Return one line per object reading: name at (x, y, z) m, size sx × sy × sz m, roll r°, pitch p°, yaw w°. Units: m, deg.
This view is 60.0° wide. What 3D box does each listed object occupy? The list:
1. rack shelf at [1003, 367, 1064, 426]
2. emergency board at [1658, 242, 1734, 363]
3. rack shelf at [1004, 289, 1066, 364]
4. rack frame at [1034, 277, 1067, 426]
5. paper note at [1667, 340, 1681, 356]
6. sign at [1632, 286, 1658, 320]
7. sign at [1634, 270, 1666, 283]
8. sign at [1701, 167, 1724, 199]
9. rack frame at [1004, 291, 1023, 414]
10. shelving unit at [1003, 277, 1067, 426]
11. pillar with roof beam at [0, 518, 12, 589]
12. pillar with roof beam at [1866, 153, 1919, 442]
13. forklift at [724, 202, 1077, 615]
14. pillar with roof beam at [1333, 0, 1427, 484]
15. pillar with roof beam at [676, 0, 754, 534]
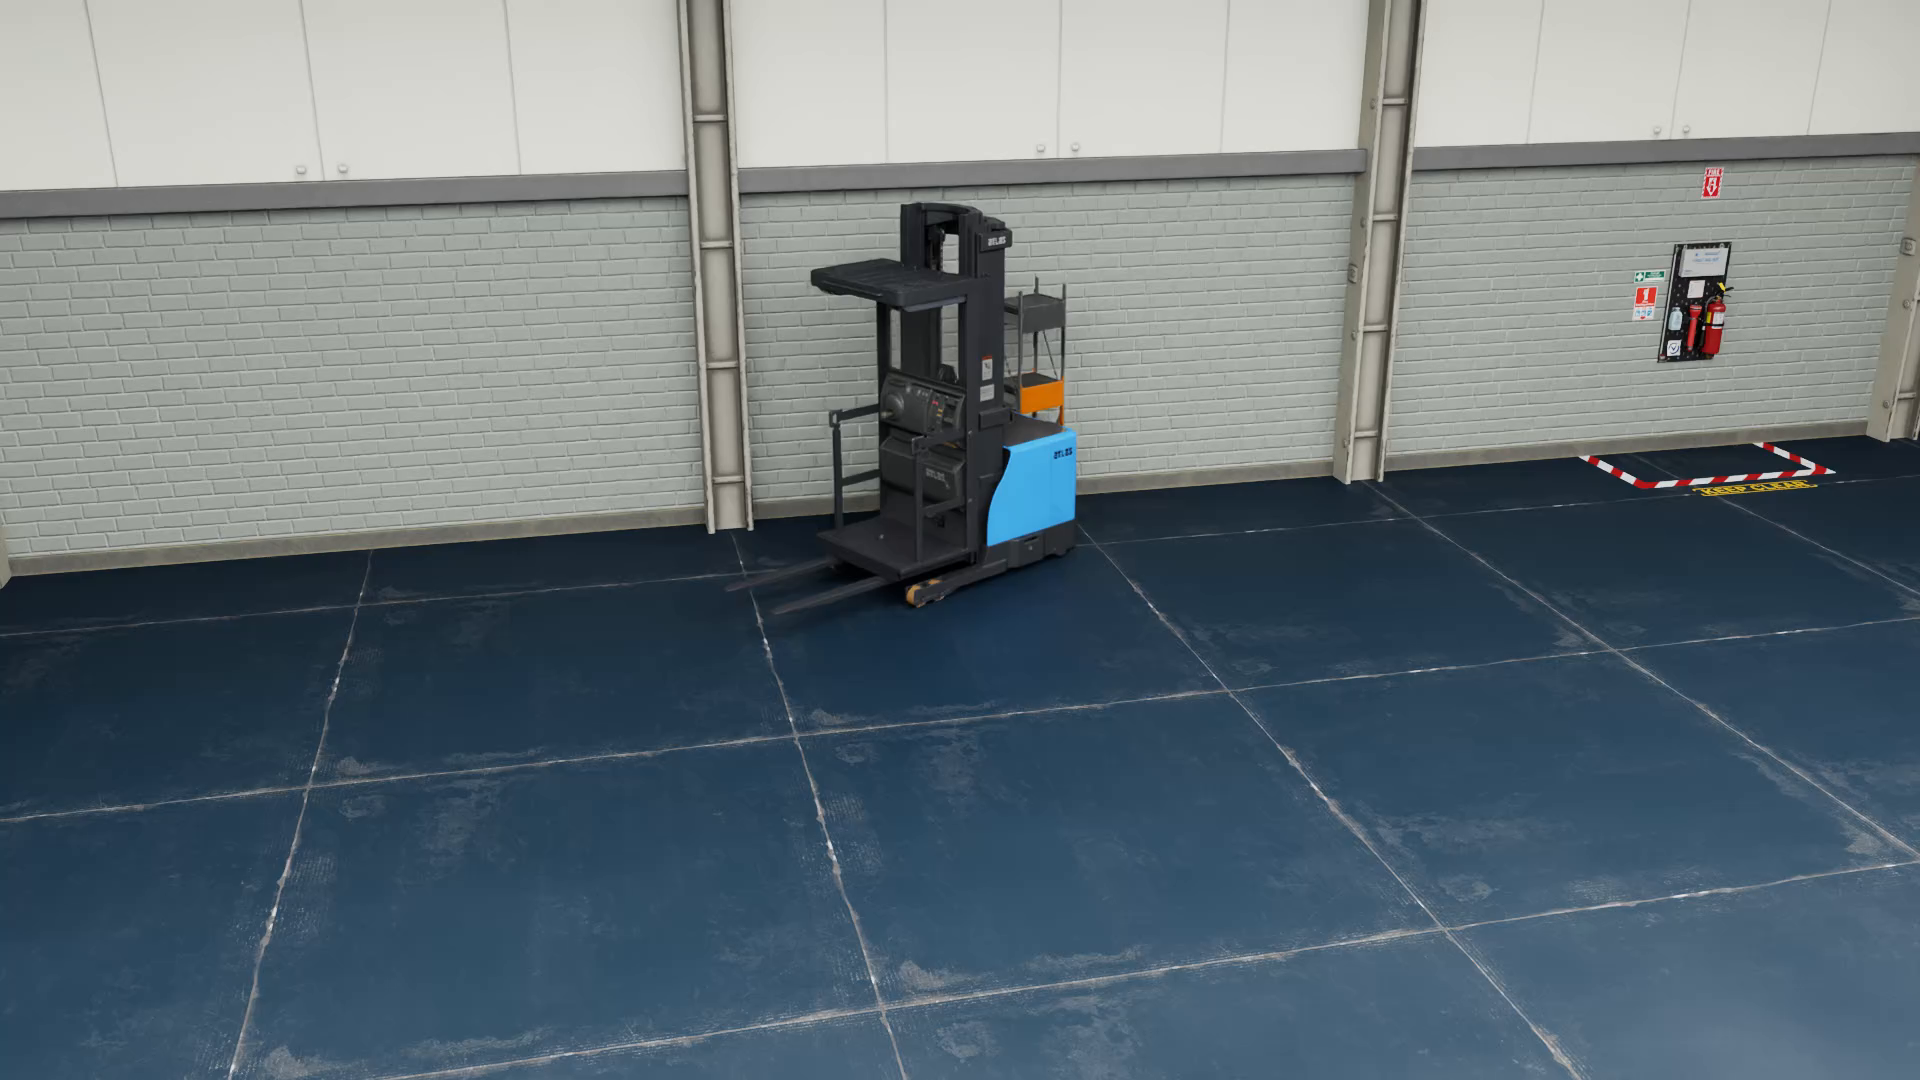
rack shelf at (0.587, -1.178, 14.517) m, size 0.480 × 0.518 × 0.431 m, roll -15°, pitch 25°, yaw -35°
emergency board at (7.234, -2.298, 16.228) m, size 0.643 × 1.169 × 0.194 m, roll -5°, pitch 21°, yaw -12°
rack shelf at (0.587, -1.835, 14.276) m, size 0.480 × 0.518 × 0.431 m, roll -15°, pitch 25°, yaw -35°
rack frame at (0.780, -1.242, 14.652) m, size 0.015 × 2.100 × 0.400 m, roll -15°, pitch 25°, yaw -35°
paper note at (7.046, -1.894, 16.404) m, size 0.142 × 0.148 × 0.016 m, roll -5°, pitch 21°, yaw -12°
sign at (6.672, -2.306, 16.196) m, size 0.234 × 0.329 × 0.001 m, roll -5°, pitch 21°, yaw -12°
sign at (6.679, -2.552, 16.098) m, size 0.331 × 0.109 × 0.001 m, roll -5°, pitch 21°, yaw -12°
sign at (7.203, -3.419, 15.918) m, size 0.199 × 0.298 × 0.001 m, roll -5°, pitch 21°, yaw -12°
rack frame at (0.394, -1.139, 14.372) m, size 0.015 × 2.100 × 0.400 m, roll -15°, pitch 25°, yaw -35°
shelving unit at (0.587, -1.191, 14.512) m, size 0.503 × 2.100 × 0.431 m, roll -15°, pitch 25°, yaw -35°
pillar with roof beam at (-6.879, -2.432, 7.872) m, size 0.400 × 9.000 × 9.100 m, roll -5°, pitch 21°, yaw -12°
pillar with roof beam at (10.638, -3.857, 11.761) m, size 0.400 × 9.000 × 9.100 m, roll -5°, pitch 21°, yaw -12°
forklift at (-0.454, -1.059, 12.944) m, size 3.031 × 2.935 × 1.130 m, roll -17°, pitch 26°, yaw -39°
pillar with roof beam at (4.799, -3.382, 10.464) m, size 0.400 × 9.000 × 9.100 m, roll -5°, pitch 21°, yaw -12°
pillar with roof beam at (-1.040, -2.907, 9.168) m, size 0.400 × 9.000 × 9.100 m, roll -5°, pitch 21°, yaw -12°
